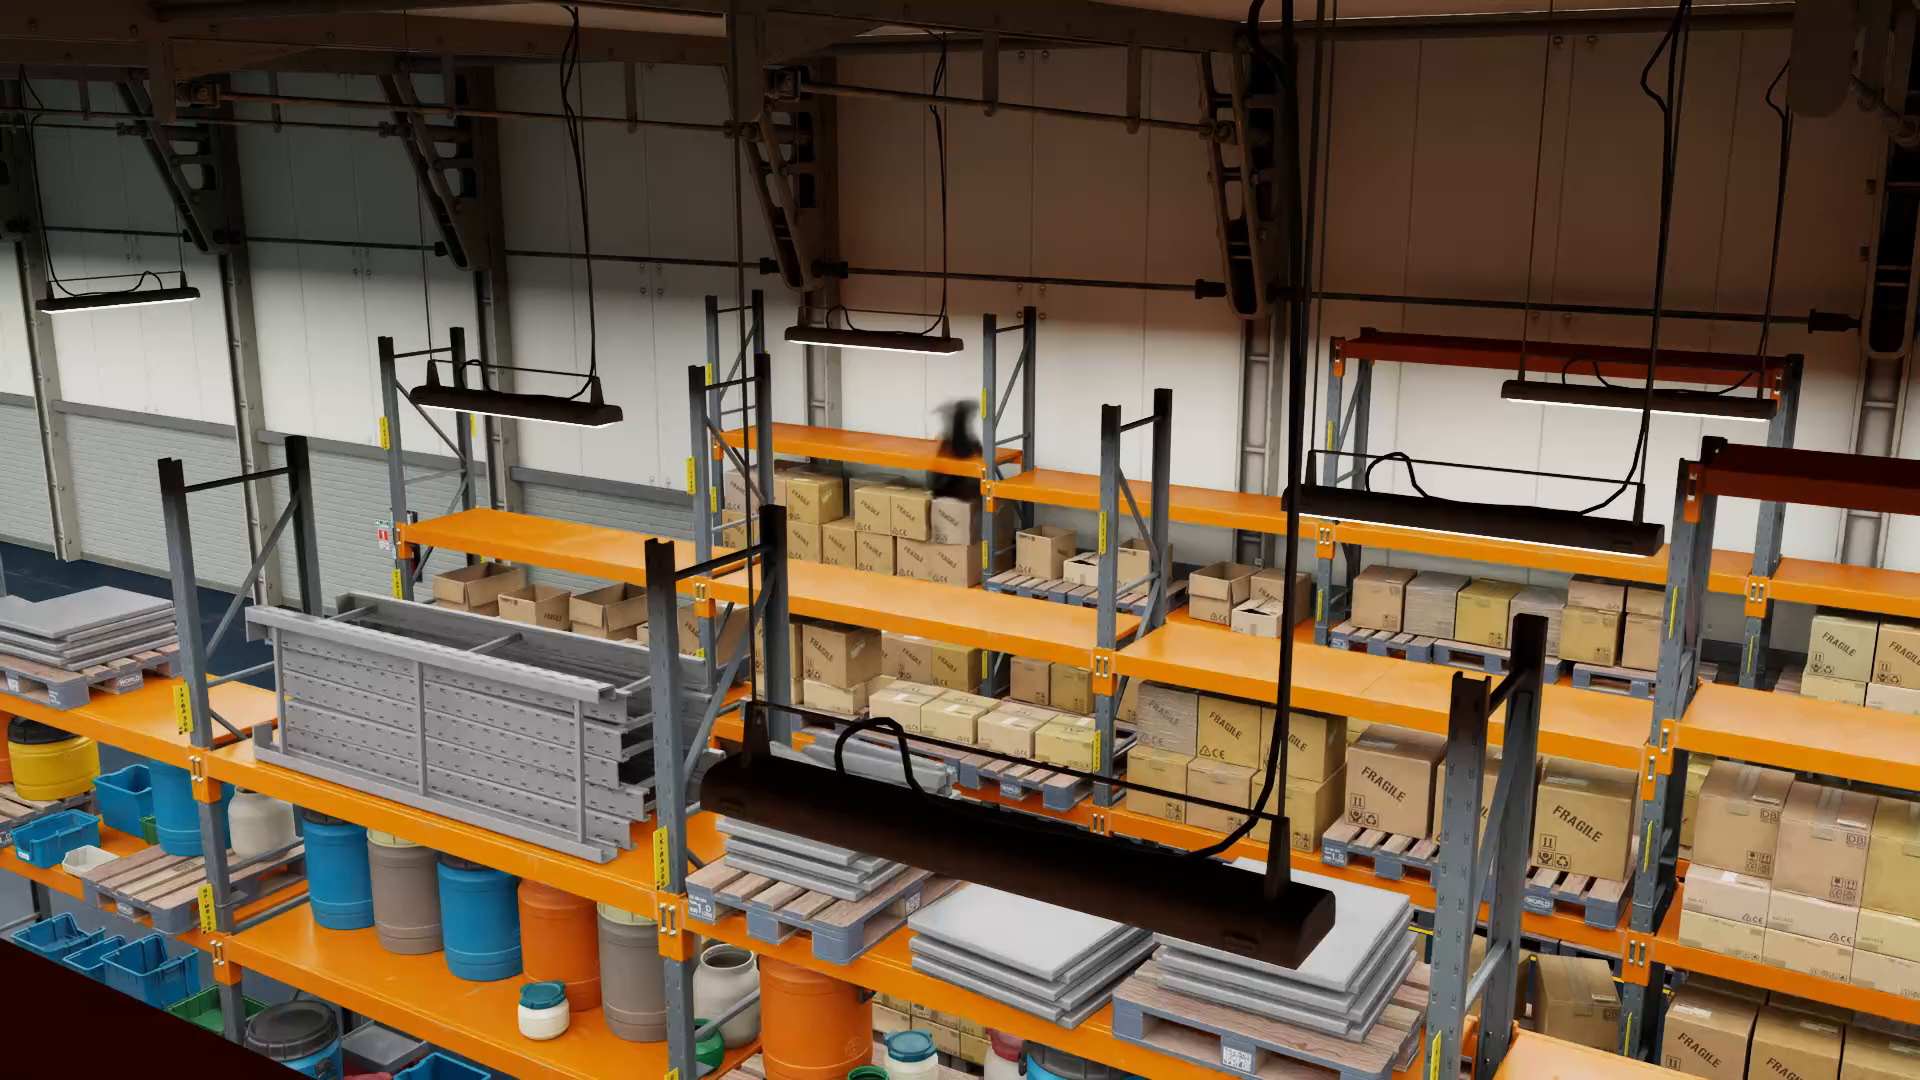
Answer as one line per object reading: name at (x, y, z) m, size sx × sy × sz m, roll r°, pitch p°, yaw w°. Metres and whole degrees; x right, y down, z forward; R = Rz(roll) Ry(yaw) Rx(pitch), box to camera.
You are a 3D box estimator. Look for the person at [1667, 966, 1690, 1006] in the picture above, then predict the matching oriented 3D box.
person at (6.397, 4.050, 13.915) m, size 1.161 × 1.440 × 0.601 m, roll 2°, pitch 14°, yaw 7°
